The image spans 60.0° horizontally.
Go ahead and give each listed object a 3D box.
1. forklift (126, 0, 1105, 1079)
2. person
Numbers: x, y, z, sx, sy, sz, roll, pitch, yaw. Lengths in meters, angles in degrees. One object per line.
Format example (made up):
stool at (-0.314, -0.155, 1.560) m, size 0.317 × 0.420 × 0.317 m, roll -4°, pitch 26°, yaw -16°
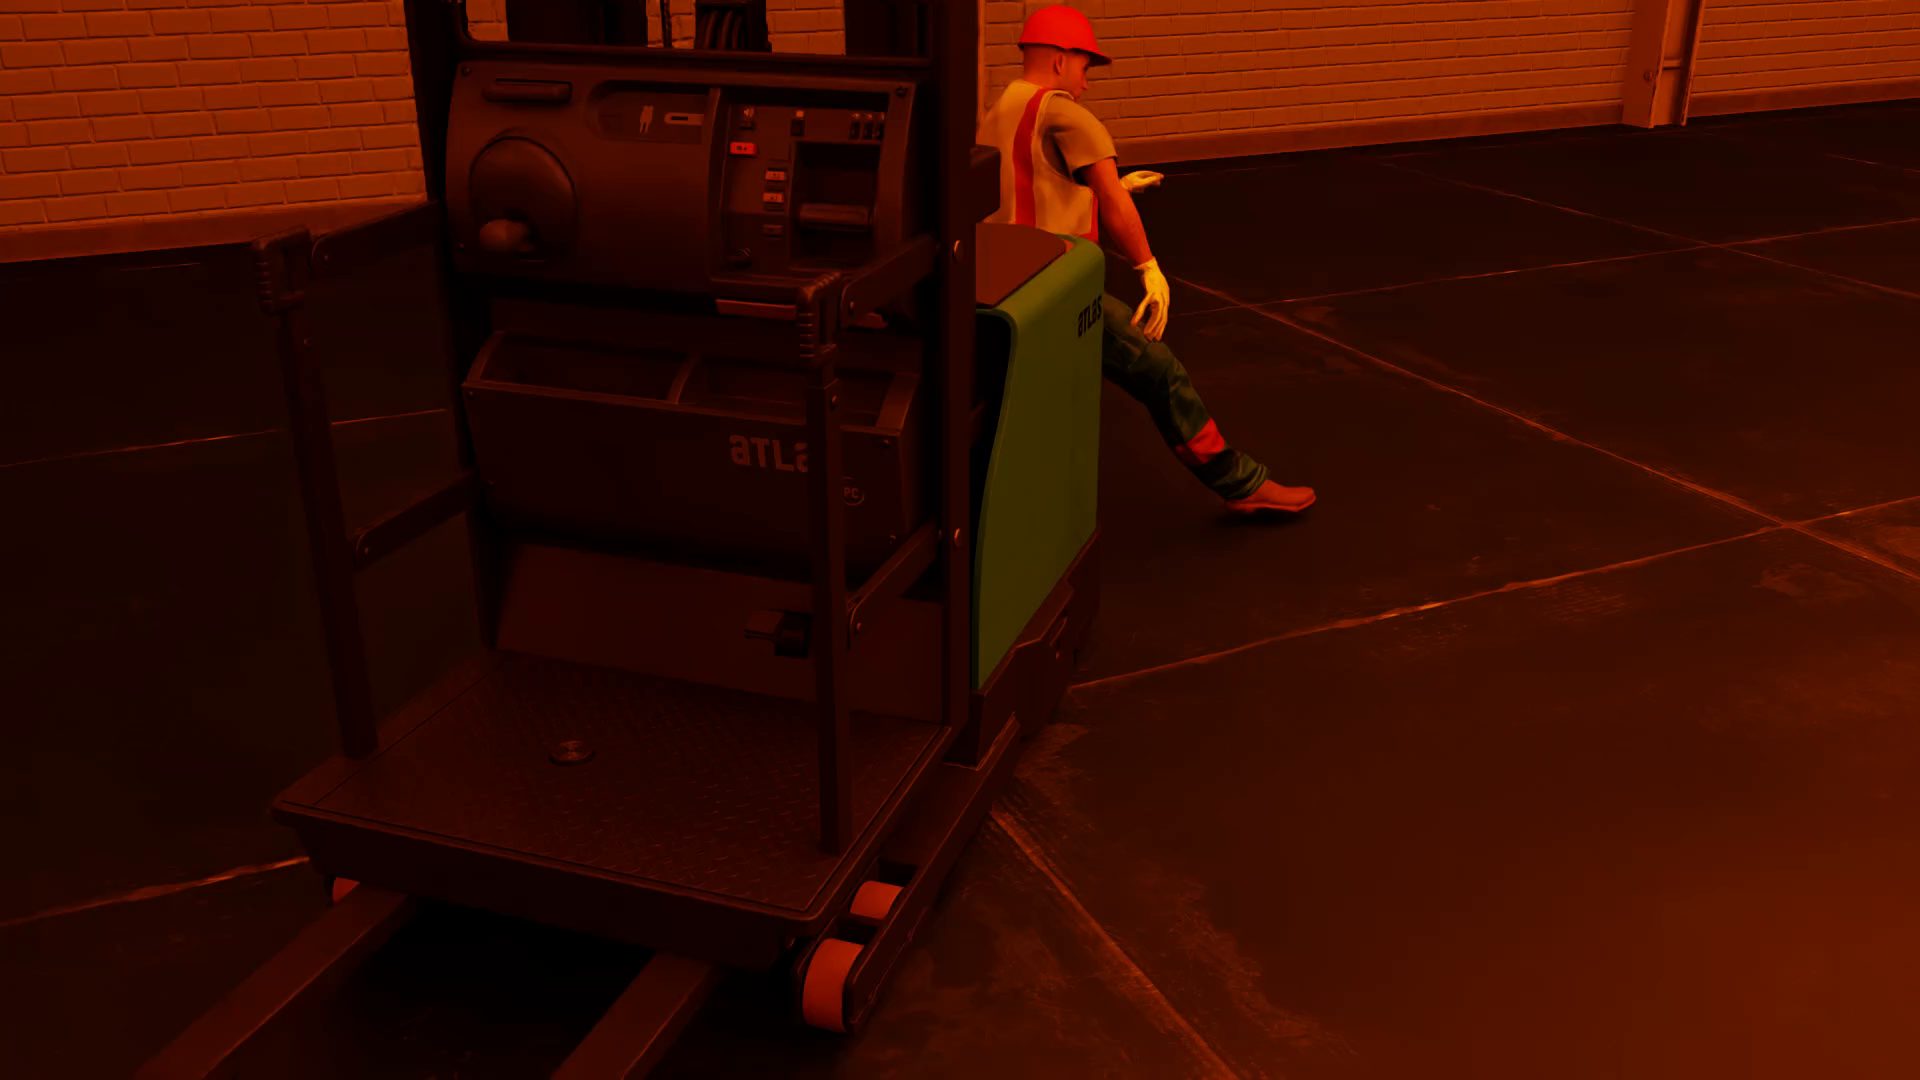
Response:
forklift at (-0.593, -0.647, 2.843) m, size 1.130 × 2.935 × 3.031 m, roll 8°, pitch 24°, yaw 18°
person at (0.525, -0.811, 5.054) m, size 1.000 × 1.555 × 0.967 m, roll -12°, pitch 25°, yaw -26°
